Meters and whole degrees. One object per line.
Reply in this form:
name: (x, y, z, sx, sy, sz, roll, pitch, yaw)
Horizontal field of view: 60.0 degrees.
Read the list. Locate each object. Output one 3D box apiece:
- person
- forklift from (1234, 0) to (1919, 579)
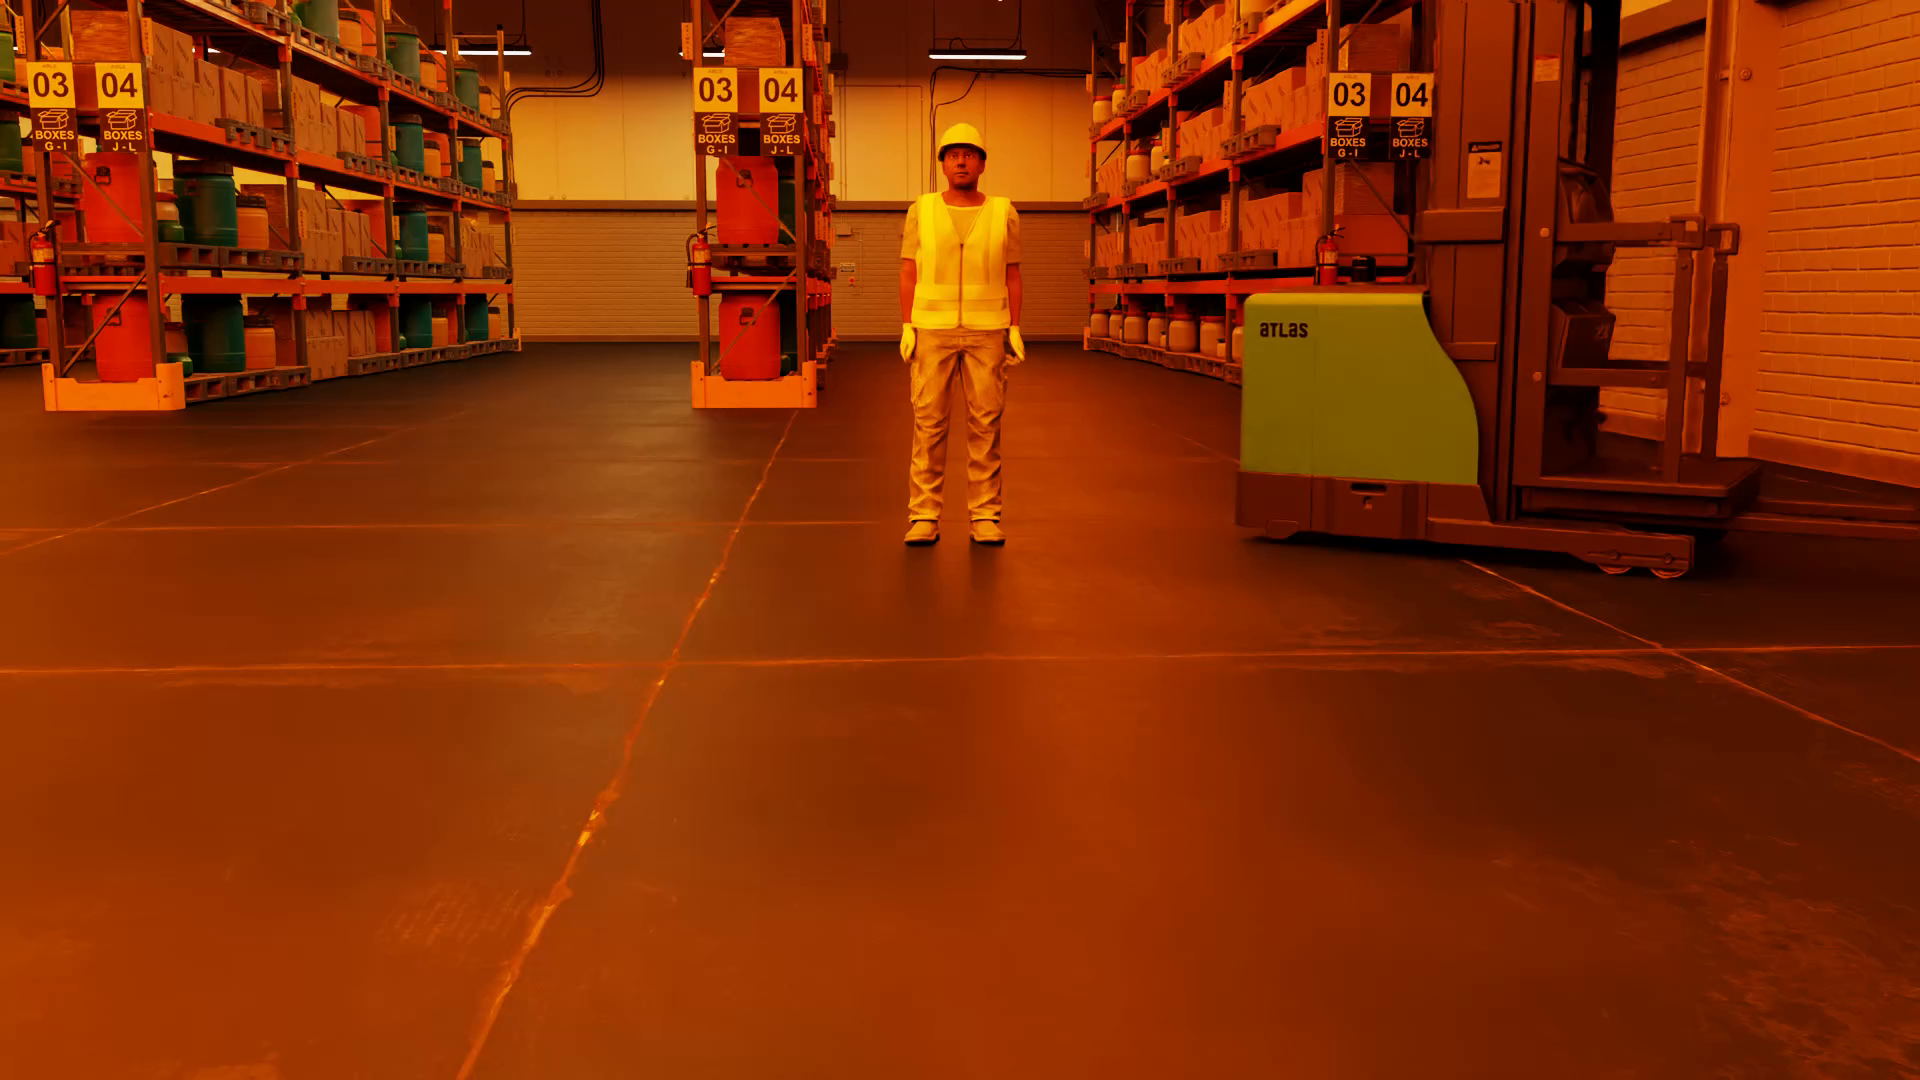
person: (0.011, -0.882, 7.175, 0.542, 1.789, 0.382, -1, 8, -4)
forklift: (2.728, -1.391, 6.700, 3.031, 2.935, 1.130, 5, 10, 31)
